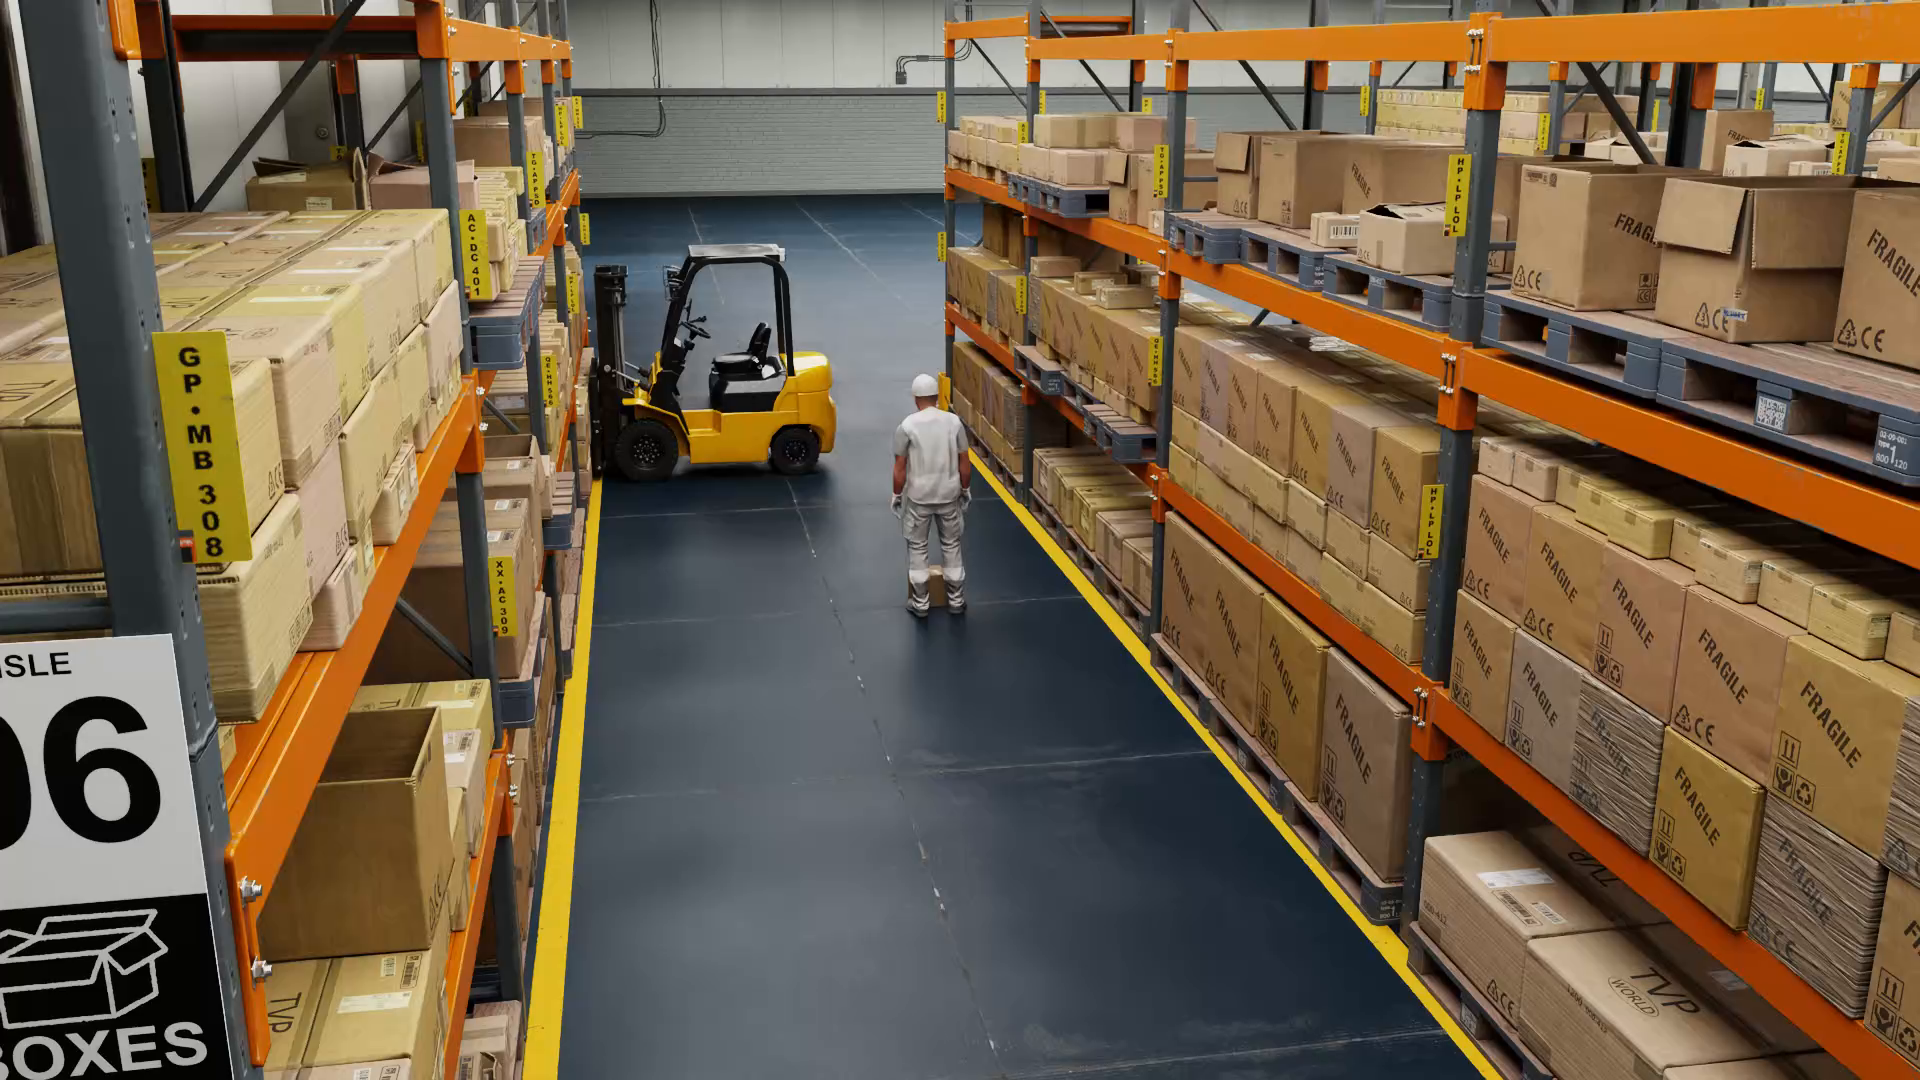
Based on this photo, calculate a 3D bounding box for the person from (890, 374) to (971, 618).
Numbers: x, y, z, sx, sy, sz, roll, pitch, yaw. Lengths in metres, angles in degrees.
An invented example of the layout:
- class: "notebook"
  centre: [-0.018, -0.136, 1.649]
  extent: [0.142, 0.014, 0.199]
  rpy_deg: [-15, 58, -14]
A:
- class: "person"
  centre: [-0.210, -0.319, 12.110]
  extent: [0.611, 1.778, 0.451]
  rpy_deg: [-4, 17, -14]
